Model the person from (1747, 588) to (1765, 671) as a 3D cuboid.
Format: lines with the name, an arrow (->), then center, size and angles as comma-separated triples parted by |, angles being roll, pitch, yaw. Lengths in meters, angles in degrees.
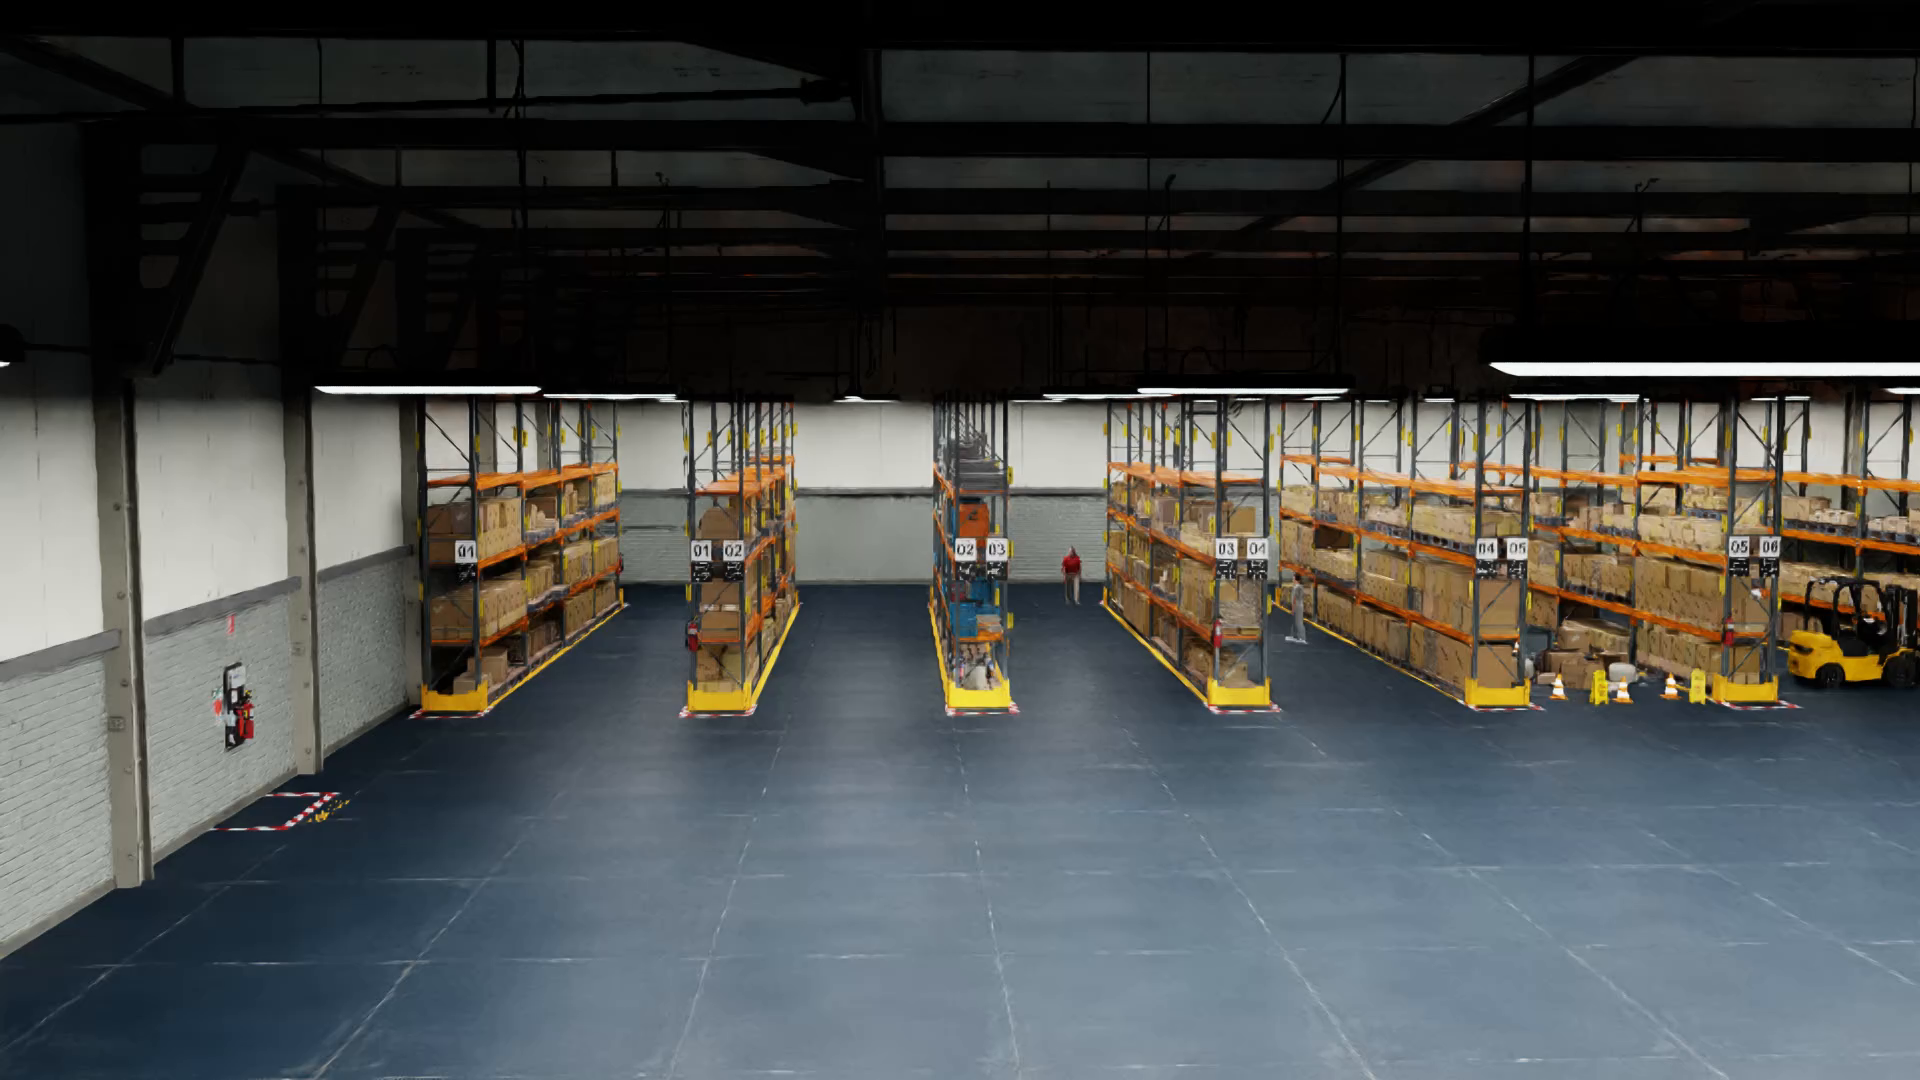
person -> 17.028, 1.910, 35.735 | 0.576, 1.768, 0.626 | 3, 5, 29

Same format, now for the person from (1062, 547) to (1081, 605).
person -> 3.184, 1.012, 47.439 | 0.544, 1.642, 1.111 | 0, 5, 0

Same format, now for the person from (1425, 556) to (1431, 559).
person -> 12.692, 1.228, 45.206 | 0.508, 1.592, 0.515 | 1, 5, 15

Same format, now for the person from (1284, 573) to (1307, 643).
person -> 8.079, 1.613, 39.992 | 0.577, 1.665, 0.559 | 2, 5, 22
